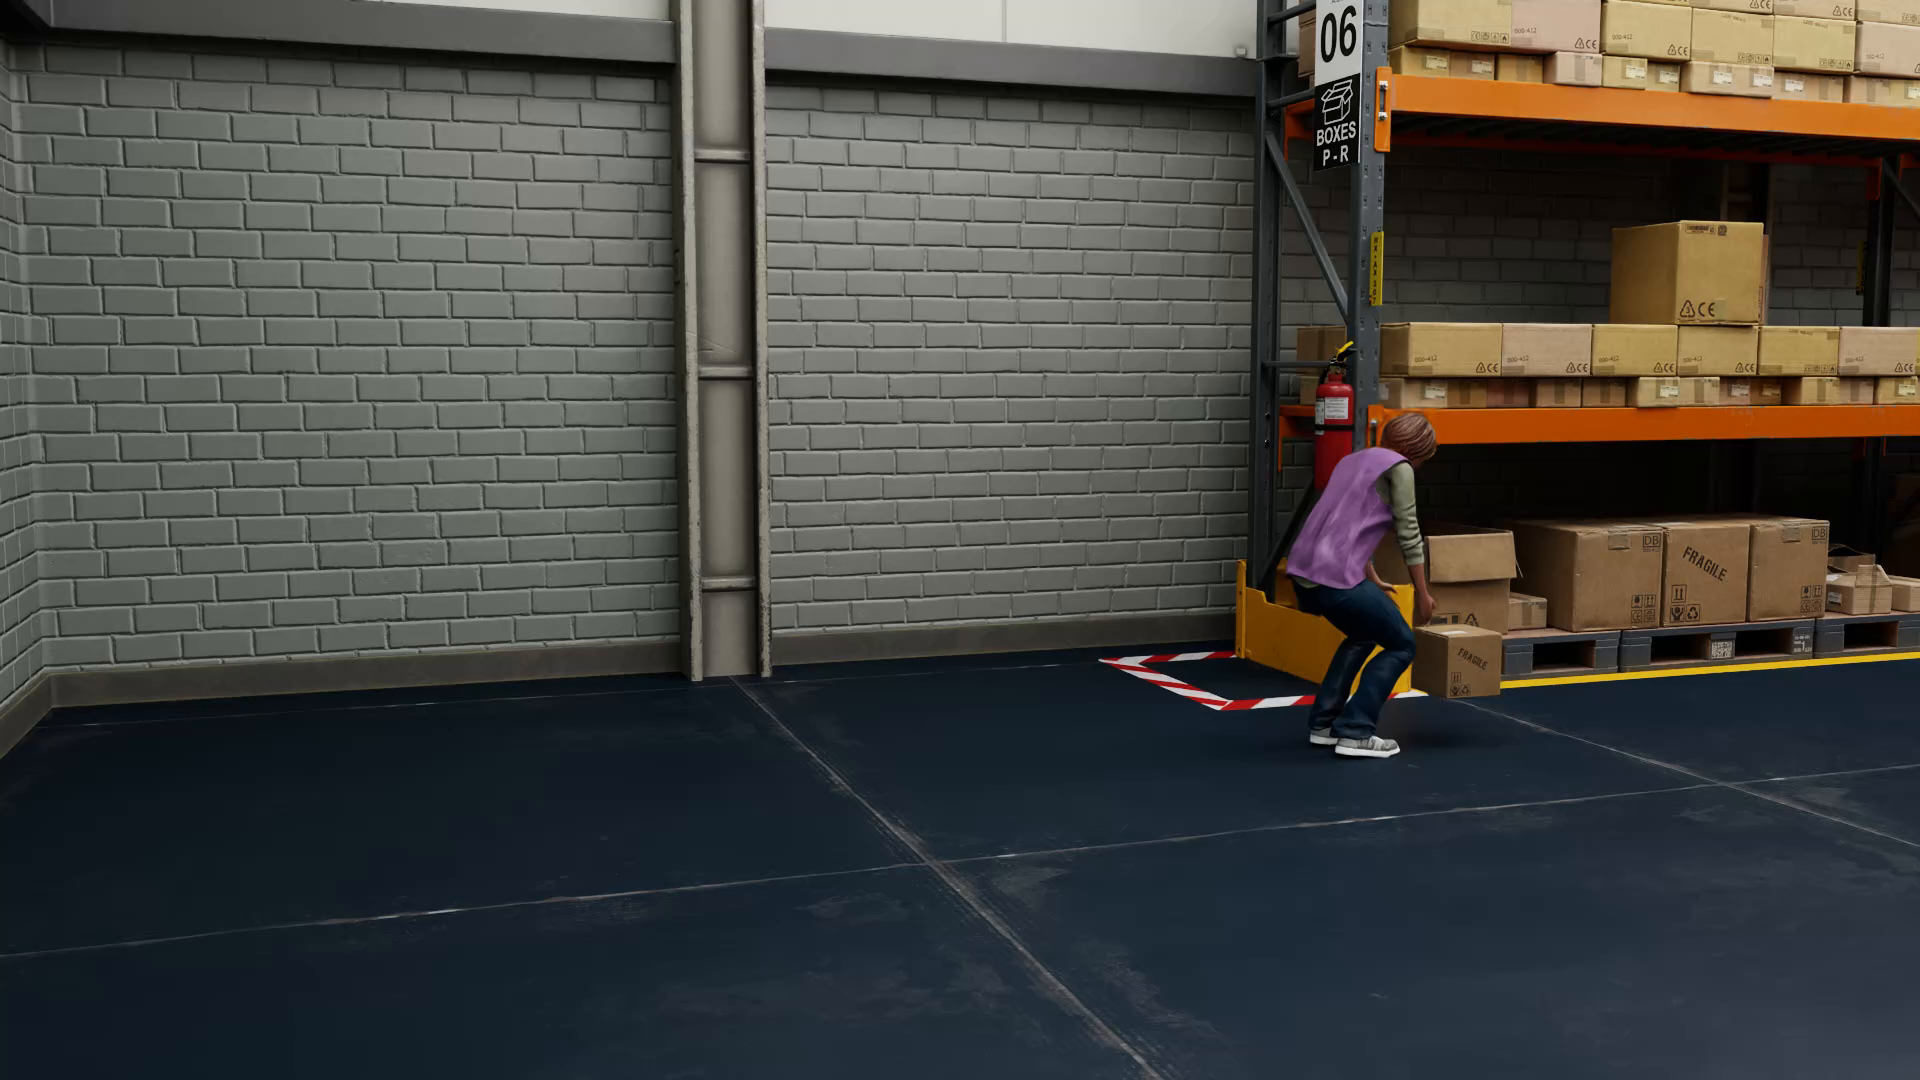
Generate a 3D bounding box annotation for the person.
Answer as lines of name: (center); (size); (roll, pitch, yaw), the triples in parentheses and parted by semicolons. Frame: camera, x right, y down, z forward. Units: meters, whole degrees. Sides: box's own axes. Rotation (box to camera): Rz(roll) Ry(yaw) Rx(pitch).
person: (1.570, 0.174, 6.521); (0.639, 1.311, 0.462); (-2, 6, -18)
